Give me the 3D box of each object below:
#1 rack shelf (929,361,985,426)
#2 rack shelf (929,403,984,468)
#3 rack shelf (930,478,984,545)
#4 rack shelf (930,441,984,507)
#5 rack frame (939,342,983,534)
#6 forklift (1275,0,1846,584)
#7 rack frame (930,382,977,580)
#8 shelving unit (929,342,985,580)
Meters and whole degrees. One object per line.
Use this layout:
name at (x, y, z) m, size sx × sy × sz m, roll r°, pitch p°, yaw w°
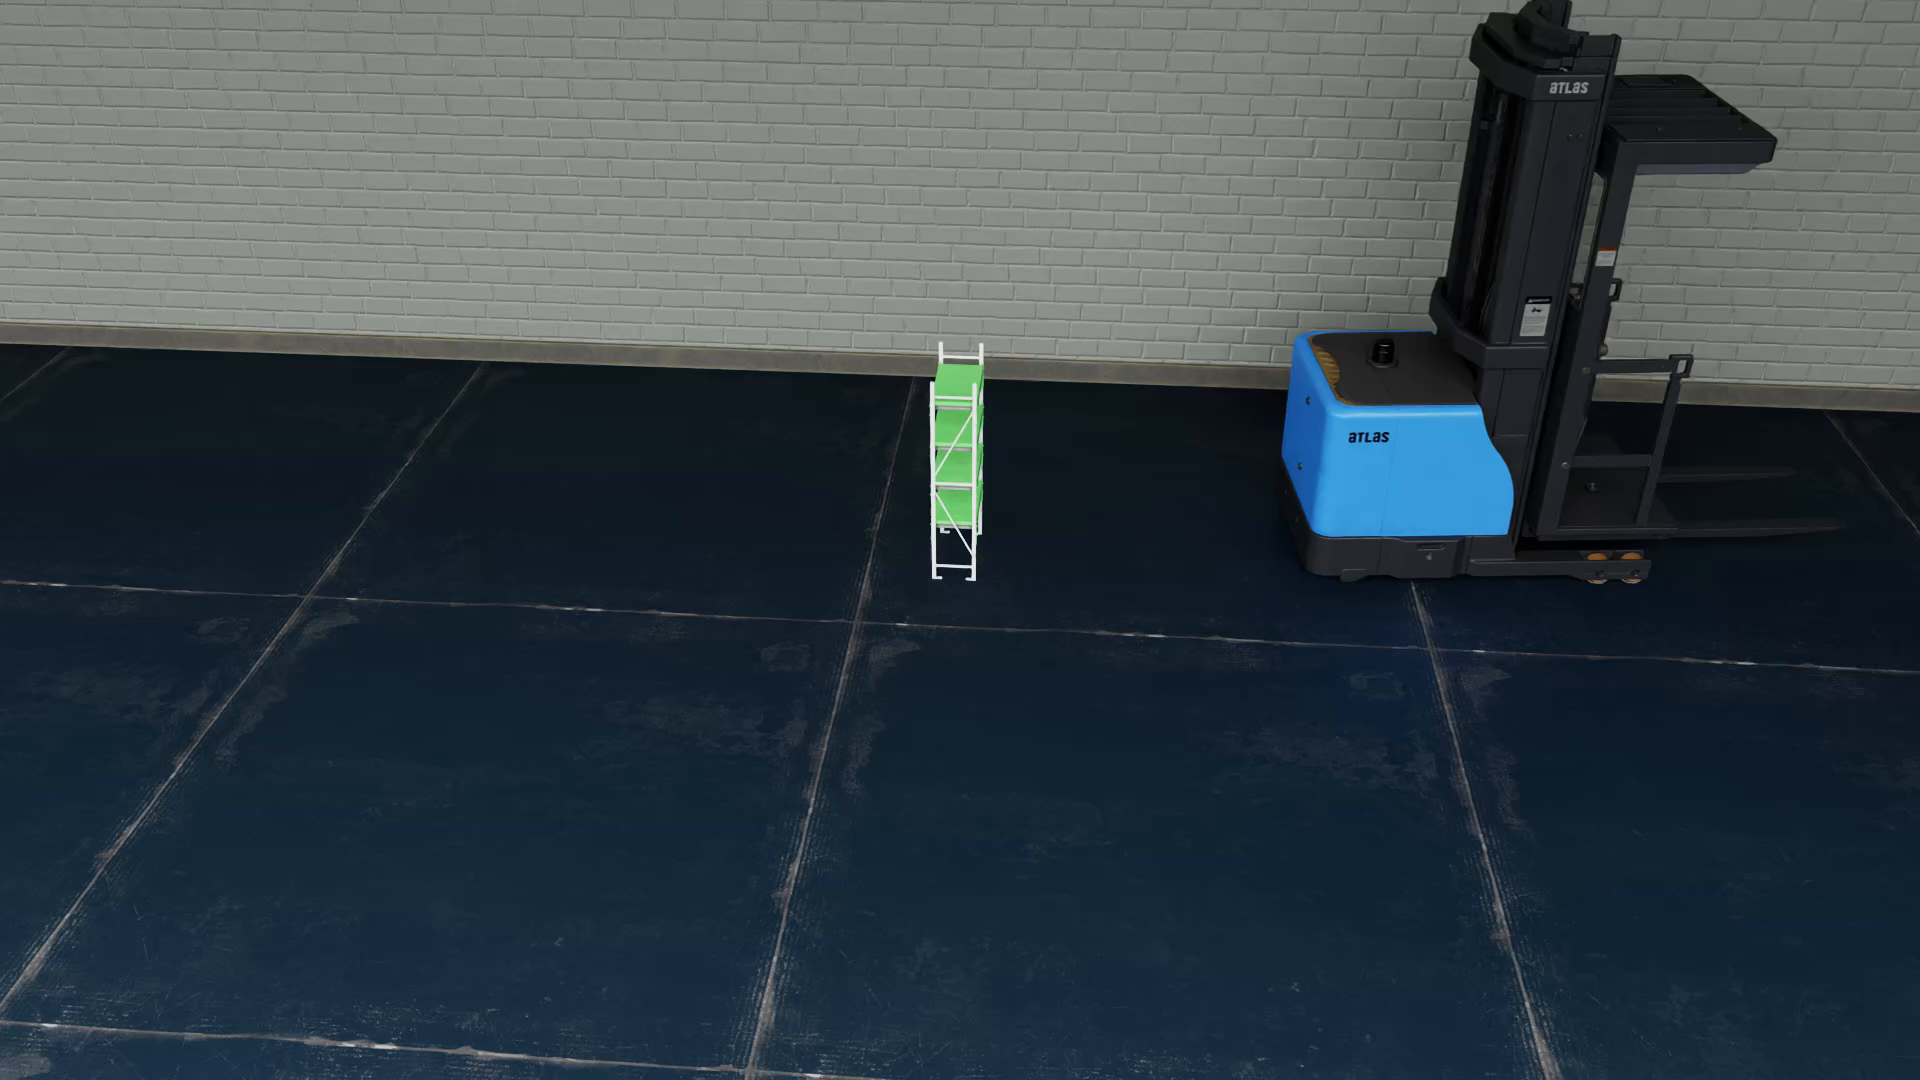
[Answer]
rack shelf at (-0.013, -0.778, 8.857) m, size 0.258 × 0.148 × 0.480 m, roll 2°, pitch 32°, yaw 4°
rack shelf at (-0.013, -0.574, 8.983) m, size 0.258 × 0.148 × 0.480 m, roll 2°, pitch 32°, yaw 4°
rack shelf at (-0.013, -0.166, 9.235) m, size 0.258 × 0.148 × 0.480 m, roll 2°, pitch 32°, yaw 4°
rack shelf at (-0.013, -0.370, 9.109) m, size 0.258 × 0.148 × 0.480 m, roll 2°, pitch 32°, yaw 4°
rack frame at (0.006, -0.552, 9.282) m, size 0.240 × 1.200 × 0.015 m, roll 2°, pitch 32°, yaw 4°
forklift at (3.396, -1.286, 8.823) m, size 3.031 × 2.935 × 1.130 m, roll -1°, pitch 32°, yaw -1°
rack frame at (-0.033, -0.297, 8.868) m, size 0.240 × 1.200 × 0.015 m, roll 2°, pitch 32°, yaw 4°
shelving unit at (-0.013, -0.424, 9.075) m, size 0.258 × 1.200 × 0.503 m, roll 2°, pitch 32°, yaw 4°
